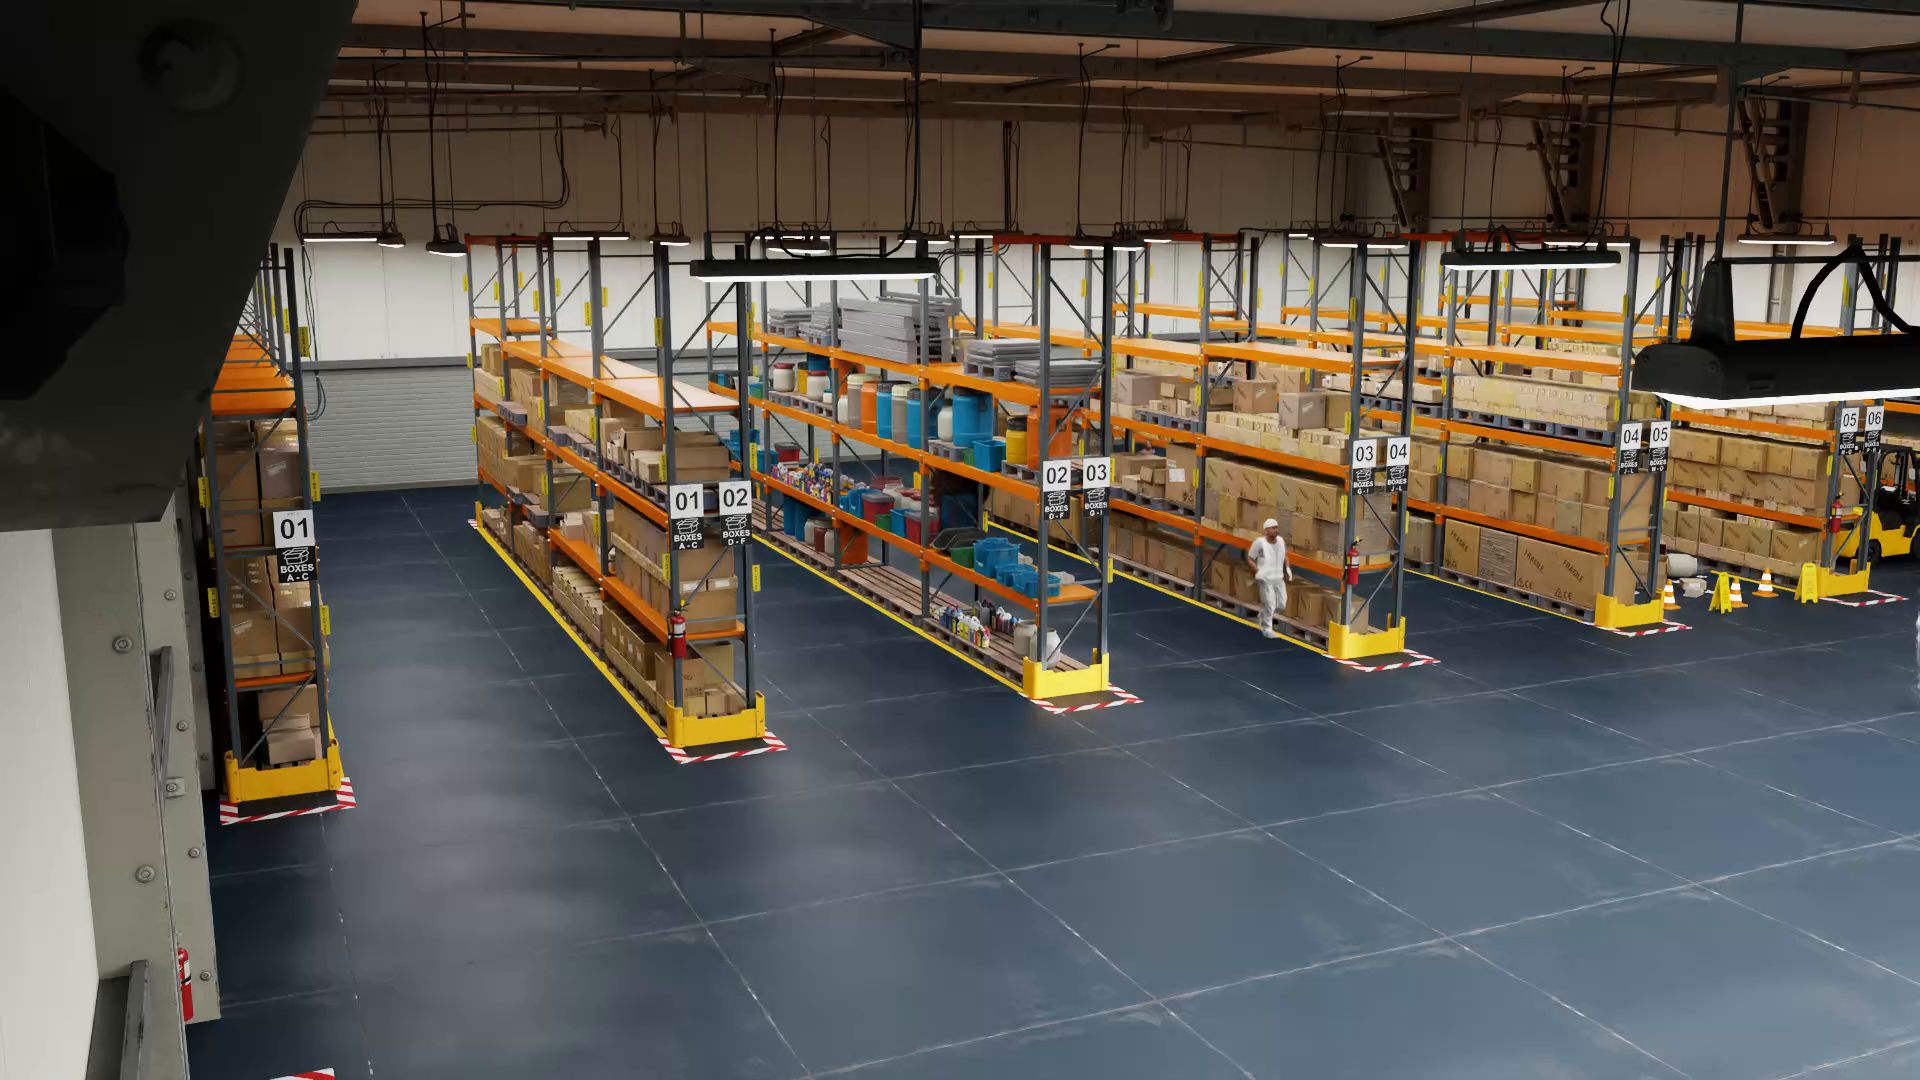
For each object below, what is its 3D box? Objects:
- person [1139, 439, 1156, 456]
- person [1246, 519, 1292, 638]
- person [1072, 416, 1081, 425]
[{"bbox_3d":[4.089,-1.440,36.514,0.537,1.578,0.598,-5,12,-23],"label":"person"},{"bbox_3d":[4.491,0.548,24.197,0.730,1.750,0.571,-6,12,-27],"label":"person"},{"bbox_3d":[2.624,-2.287,40.482,0.743,1.690,0.536,7,13,31],"label":"person"}]
